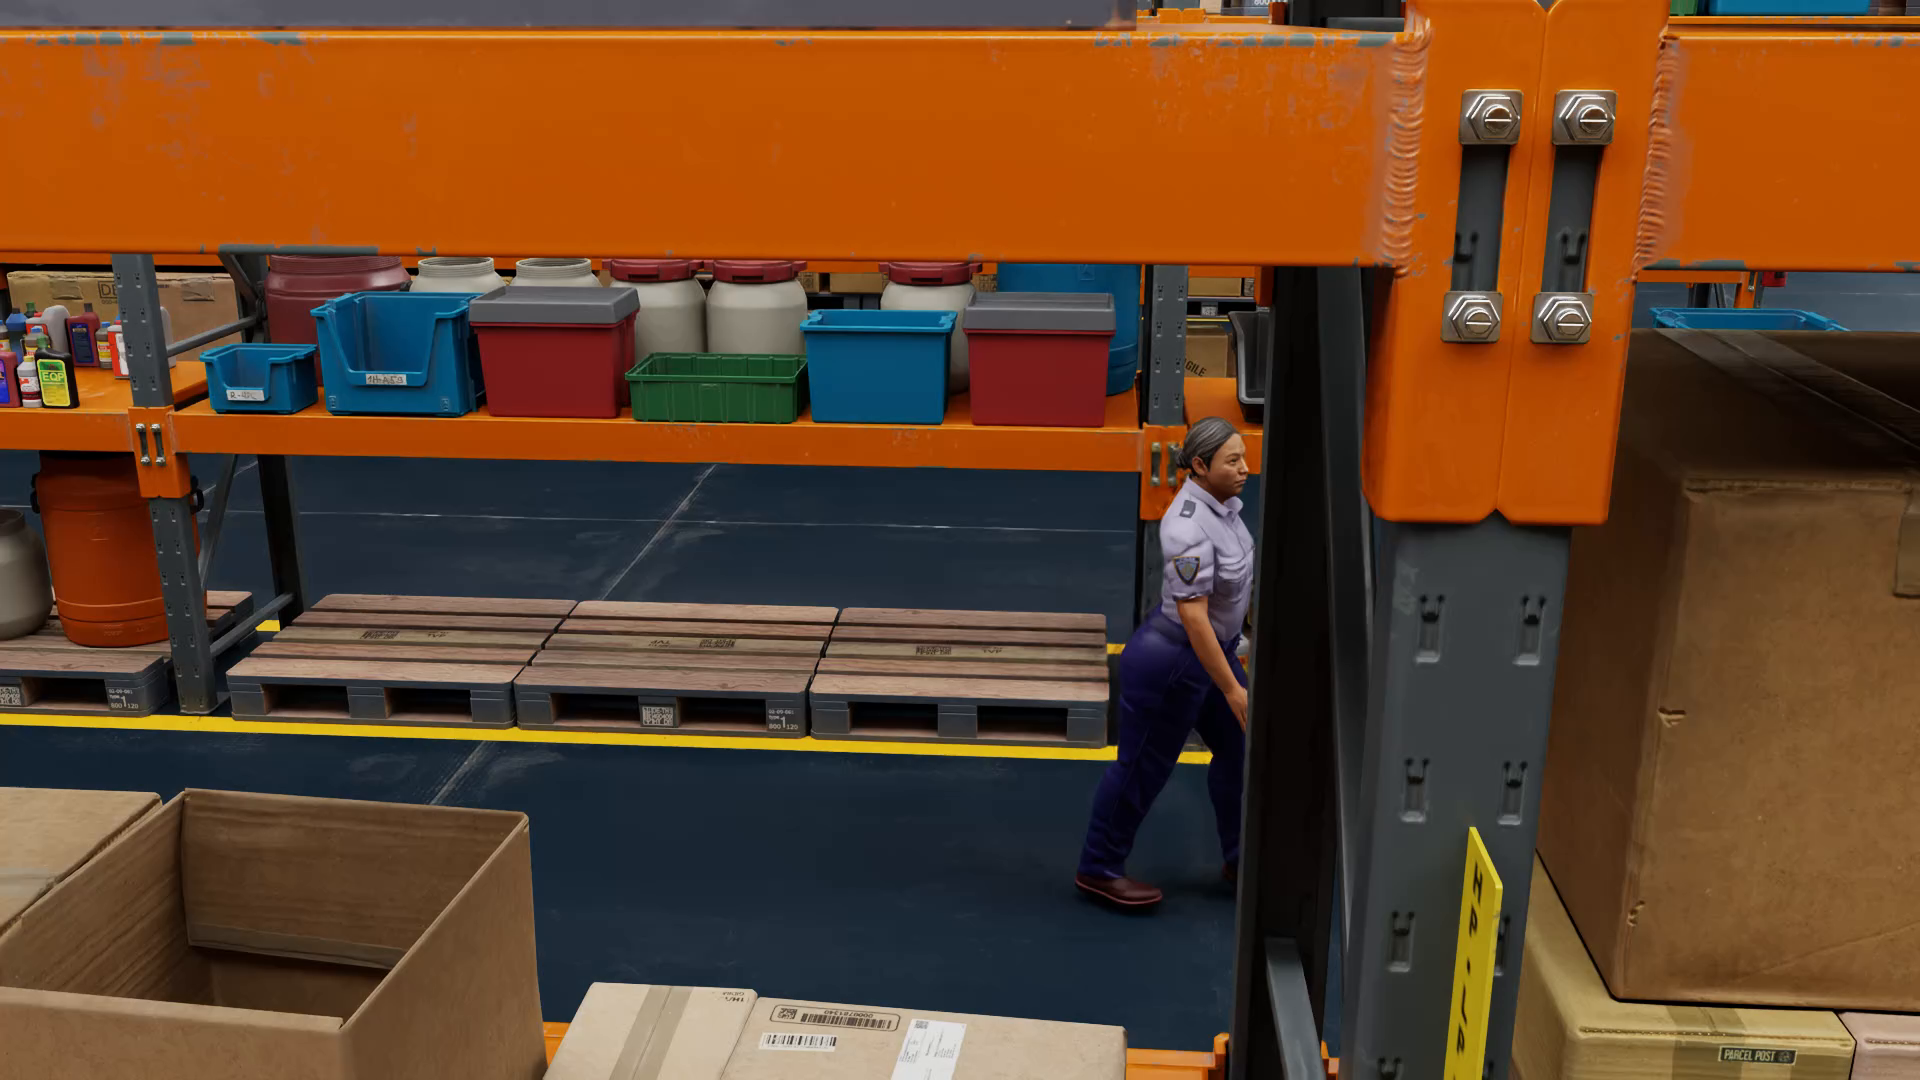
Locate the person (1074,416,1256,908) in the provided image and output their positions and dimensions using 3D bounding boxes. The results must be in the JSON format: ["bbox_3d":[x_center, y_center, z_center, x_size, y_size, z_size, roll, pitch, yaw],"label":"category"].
[{"bbox_3d":[0.772,0.428,5.310,0.724,1.662,0.618,7,19,21],"label":"person"}]
